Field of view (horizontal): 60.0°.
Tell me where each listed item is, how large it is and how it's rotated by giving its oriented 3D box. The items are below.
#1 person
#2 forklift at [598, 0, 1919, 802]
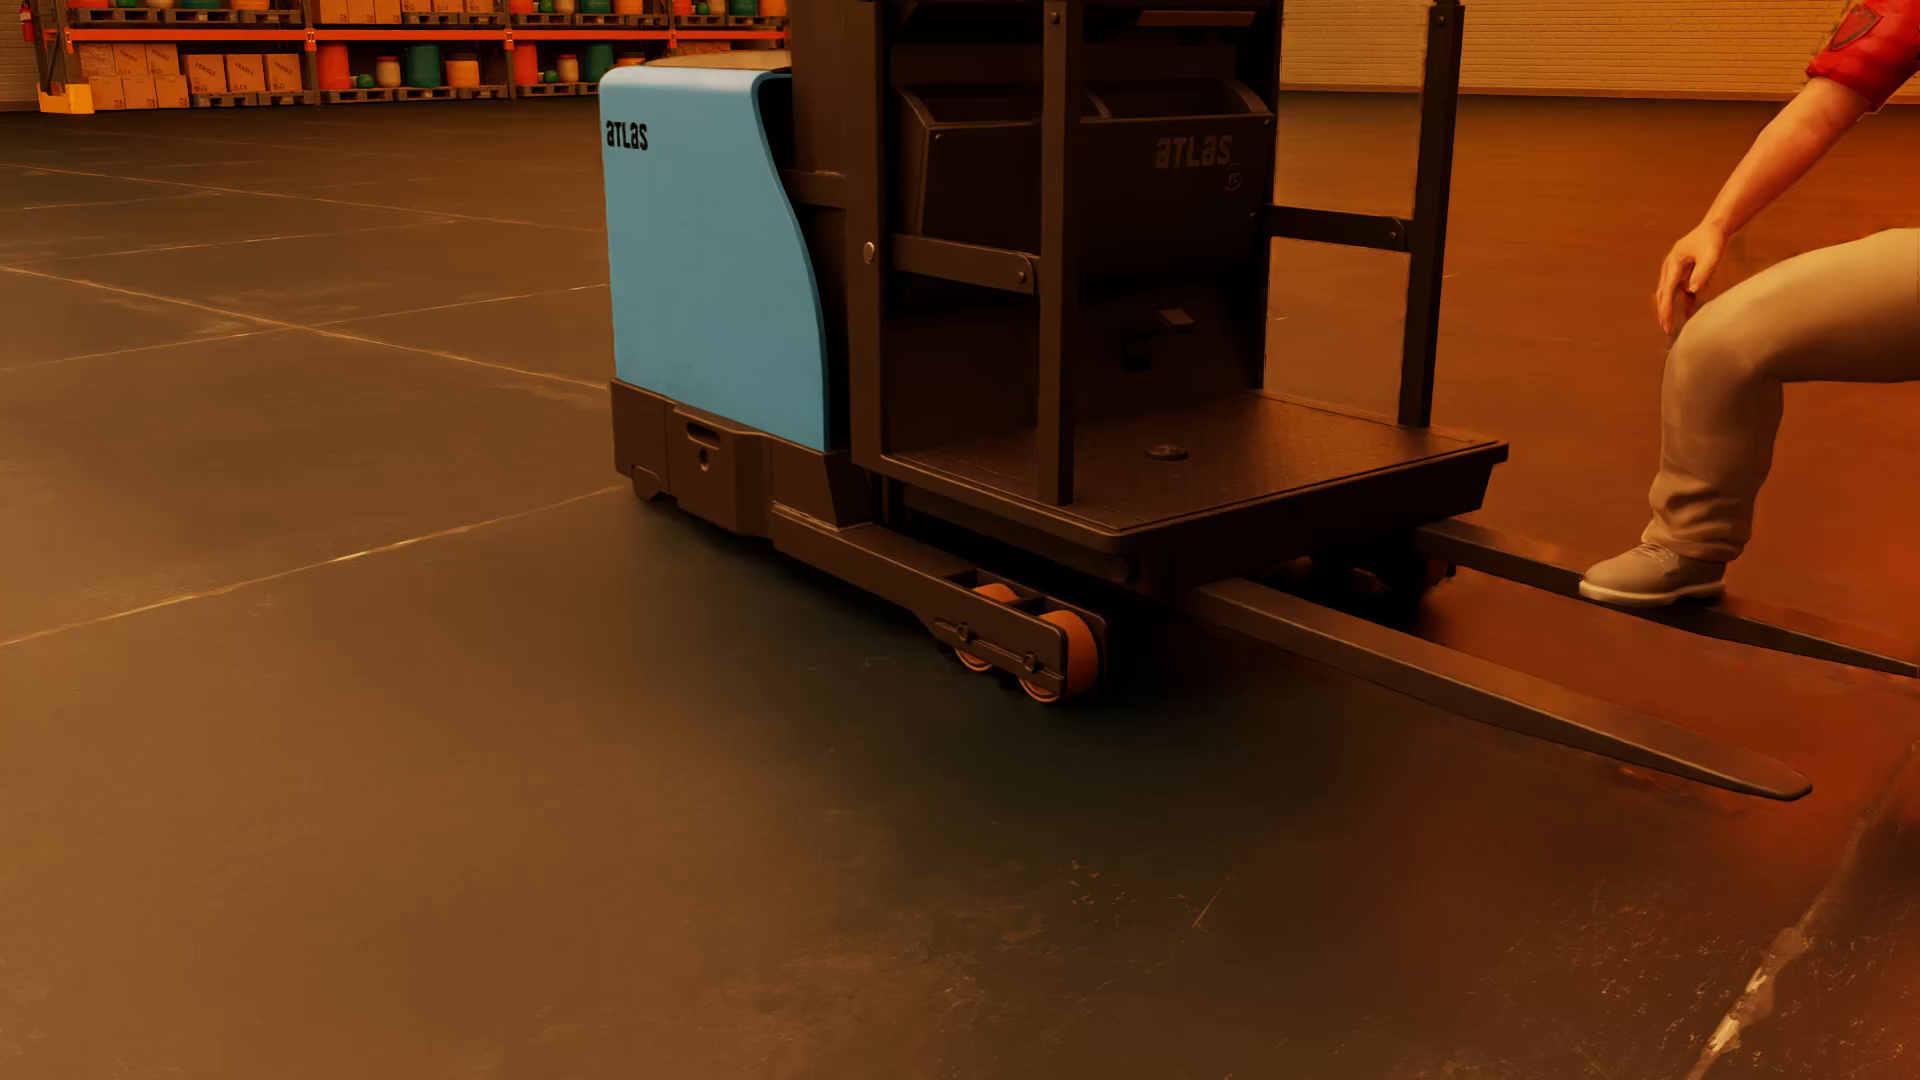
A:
[{"bbox_3d":[1.467,-0.435,2.455,0.627,1.547,0.777,-13,21,-36],"label":"person"},{"bbox_3d":[0.398,-1.271,3.085,1.130,2.935,3.031,-12,21,-35],"label":"forklift"}]
